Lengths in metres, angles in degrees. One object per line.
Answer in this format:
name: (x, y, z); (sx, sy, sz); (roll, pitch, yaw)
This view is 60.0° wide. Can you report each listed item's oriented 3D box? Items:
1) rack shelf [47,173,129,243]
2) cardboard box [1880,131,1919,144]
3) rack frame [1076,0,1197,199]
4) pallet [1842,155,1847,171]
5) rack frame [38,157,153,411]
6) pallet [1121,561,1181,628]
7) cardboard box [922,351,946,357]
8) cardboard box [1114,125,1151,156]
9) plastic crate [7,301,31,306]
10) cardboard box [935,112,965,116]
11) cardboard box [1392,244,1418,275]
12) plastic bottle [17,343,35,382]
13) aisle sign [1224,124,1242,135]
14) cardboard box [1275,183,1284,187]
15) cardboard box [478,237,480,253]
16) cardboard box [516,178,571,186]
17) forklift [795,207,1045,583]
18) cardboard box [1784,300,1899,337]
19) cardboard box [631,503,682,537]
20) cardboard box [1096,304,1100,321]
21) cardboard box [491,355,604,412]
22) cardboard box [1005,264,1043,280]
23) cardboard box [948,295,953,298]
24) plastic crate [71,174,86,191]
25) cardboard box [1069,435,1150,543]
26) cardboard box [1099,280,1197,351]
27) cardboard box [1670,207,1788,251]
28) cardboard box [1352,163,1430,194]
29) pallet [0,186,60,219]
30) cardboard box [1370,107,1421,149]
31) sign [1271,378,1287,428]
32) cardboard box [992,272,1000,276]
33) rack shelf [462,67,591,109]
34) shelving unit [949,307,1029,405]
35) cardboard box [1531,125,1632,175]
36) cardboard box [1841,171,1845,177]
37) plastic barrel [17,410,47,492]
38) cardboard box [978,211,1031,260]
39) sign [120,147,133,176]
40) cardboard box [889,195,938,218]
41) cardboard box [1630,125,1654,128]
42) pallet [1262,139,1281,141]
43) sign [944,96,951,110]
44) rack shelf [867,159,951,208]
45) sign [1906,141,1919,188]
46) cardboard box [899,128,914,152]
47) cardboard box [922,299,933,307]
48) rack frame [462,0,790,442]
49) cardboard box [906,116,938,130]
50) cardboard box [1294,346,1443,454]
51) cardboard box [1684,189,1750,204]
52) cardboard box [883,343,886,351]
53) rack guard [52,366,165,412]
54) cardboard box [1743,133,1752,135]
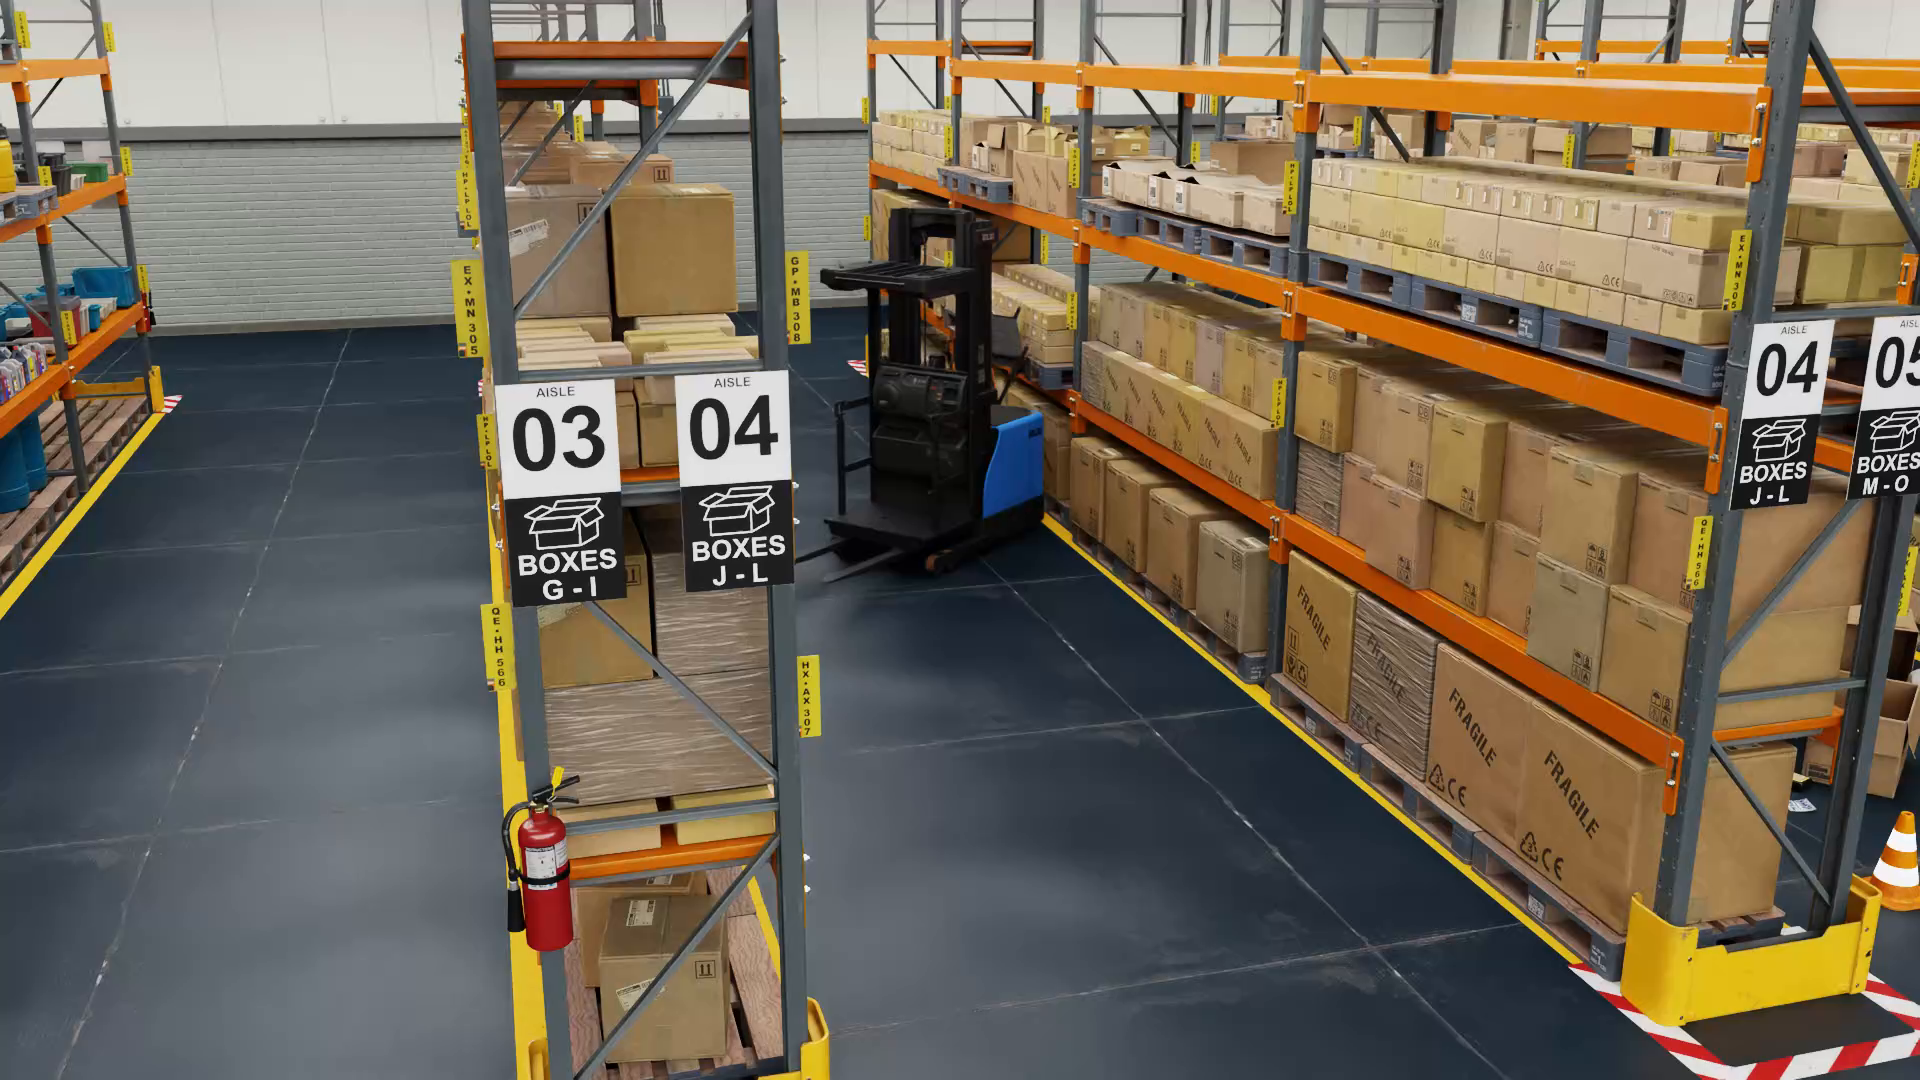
rack shelf: (-9.708, -3.524, 17.508); (1.077, 0.370, 4.000); (-5, 17, -15)
cardboard box: (10.339, -4.400, 18.224); (0.380, 0.149, 0.250); (-5, 17, -16)
rack frame: (1.500, -4.402, 13.964); (1.000, 3.000, 0.127); (-5, 17, -15)
pallet: (10.303, -4.322, 19.238); (1.213, 0.211, 1.003); (-5, 17, -15)
rack frame: (-10.258, -2.986, 19.677); (1.000, 3.000, 0.127); (-5, 17, -15)
pallet: (1.975, 0.368, 13.361); (1.003, 0.211, 1.213); (-5, 17, -15)
cardboard box: (-0.377, -2.188, 20.215); (0.380, 0.149, 0.250); (-5, 18, -17)
cardboard box: (1.512, -3.656, 15.190); (0.396, 0.266, 0.258); (-5, 17, -15)
plastic crate: (-10.145, -2.476, 18.166); (0.416, 0.233, 0.300); (-5, 17, -15)
cardboard box: (-0.092, -5.182, 20.472); (0.380, 0.149, 0.250); (-5, 17, -17)
cardboard box: (2.653, -1.578, 9.312); (0.380, 0.149, 0.250); (-5, 17, -16)
plastic bottle: (-8.592, -1.627, 15.241); (0.144, 0.351, 0.185); (-5, 17, -15)
aisle sign: (3.734, -5.403, 23.205); (0.394, 0.787, 0.004); (-5, 17, -15)
cardboard box: (2.288, -2.578, 12.435); (0.396, 0.266, 0.258); (-5, 17, -15)
cardboard box: (-5.486, -3.515, 19.878); (0.500, 0.500, 0.500); (-5, 17, -17)
cardboard box: (-2.232, -1.883, 9.883); (0.797, 0.503, 0.637); (-6, 18, -18)
forklift: (-0.466, -1.269, 14.083); (1.130, 2.935, 3.031); (11, 20, 33)
cardboard box: (3.912, -1.001, 7.390); (0.380, 0.149, 0.250); (-5, 17, -15)
cardboard box: (-1.118, 0.067, 7.087); (0.500, 0.500, 0.500); (-5, 17, -15)
cardboard box: (1.482, -2.112, 15.440); (0.380, 0.149, 0.250); (-5, 17, -17)
cardboard box: (-1.475, -0.559, 5.954); (0.380, 0.149, 0.250); (-5, 17, -15)
cardboard box: (0.698, -2.905, 18.082); (0.380, 0.149, 0.250); (-4, 17, -13)
cardboard box: (0.066, -2.713, 17.959); (0.380, 0.149, 0.250); (-4, 17, -14)
plastic crate: (-9.452, -3.744, 17.446); (0.437, 0.136, 0.530); (-5, 17, -15)
cardboard box: (1.580, -0.477, 14.505); (1.050, 0.750, 0.750); (-5, 17, -16)
cardboard box: (1.613, -1.930, 14.252); (0.700, 0.500, 0.500); (-5, 17, -16)
cardboard box: (3.279, -1.329, 7.096); (0.380, 0.149, 0.250); (-5, 17, -15)
cardboard box: (2.513, -2.101, 9.666); (0.380, 0.149, 0.250); (-5, 17, -16)
pallet: (-8.849, -3.016, 14.893); (1.213, 0.211, 1.003); (-5, 17, -15)
cardboard box: (5.172, -4.967, 19.982); (0.500, 0.500, 0.500); (-4, 17, -14)
sign: (2.080, -0.893, 10.836); (0.100, 0.325, 0.005); (-5, 17, -15)
cardboard box: (0.217, -2.708, 17.424); (0.380, 0.149, 0.250); (-5, 17, -15)
rack shelf: (-3.847, -4.055, 14.754); (1.077, 0.370, 4.000); (-5, 17, -15)
shelving unit: (0.090, -1.367, 16.013); (0.431, 2.100, 0.503); (5, 53, -18)
cardboard box: (5.982, -3.727, 16.023); (0.797, 0.503, 0.637); (-6, 18, -19)
cardboard box: (7.255, -2.878, 13.637); (0.500, 0.250, 0.500); (-5, 17, -16)
plastic barrel: (-9.026, -0.924, 15.730); (0.600, 0.901, 0.708); (-5, 17, -15)
cardboard box: (0.510, -3.448, 18.789); (0.500, 0.500, 0.500); (-4, 17, -14)
sign: (-9.734, -4.420, 19.421); (0.100, 0.325, 0.005); (-5, 17, -15)
cardboard box: (-0.565, -3.981, 20.561); (0.500, 0.500, 0.500); (-5, 17, -16)
cardboard box: (9.254, -5.595, 22.026); (0.500, 0.250, 0.500); (-4, 17, -14)
pallet: (4.585, -5.012, 21.365); (1.003, 0.211, 1.213); (-5, 17, -15)
sign: (-0.160, -5.640, 21.762); (0.100, 0.325, 0.005); (-5, 17, -15)
rack shelf: (-0.149, -4.280, 20.024); (1.077, 0.370, 4.000); (-5, 17, -15)
sign: (6.798, -2.669, 11.827); (0.100, 0.325, 0.005); (-5, 17, -15)
cardboard box: (-0.416, -4.779, 19.825); (0.500, 0.250, 0.500); (-5, 18, -17)
cardboard box: (-0.245, -2.862, 19.704); (0.380, 0.149, 0.250); (-5, 18, -18)
rack frame: (-1.099, -1.825, 5.384); (1.000, 3.000, 0.127); (-5, 17, -15)
cardboard box: (-0.418, -4.919, 19.599); (0.380, 0.149, 0.250); (-5, 17, -16)
cardboard box: (2.667, -0.906, 10.617); (0.875, 0.550, 0.550); (-5, 17, -15)
cardboard box: (3.705, -1.590, 7.966); (0.380, 0.149, 0.250); (-5, 17, -15)
cardboard box: (-0.802, -2.554, 21.950); (0.380, 0.149, 0.250); (-4, 17, -13)
rack guard: (-10.277, -1.794, 20.056); (1.175, 0.500, 0.348); (-5, 17, -15)
cardboard box: (9.706, -4.970, 20.086); (0.380, 0.149, 0.250); (-4, 17, -14)
